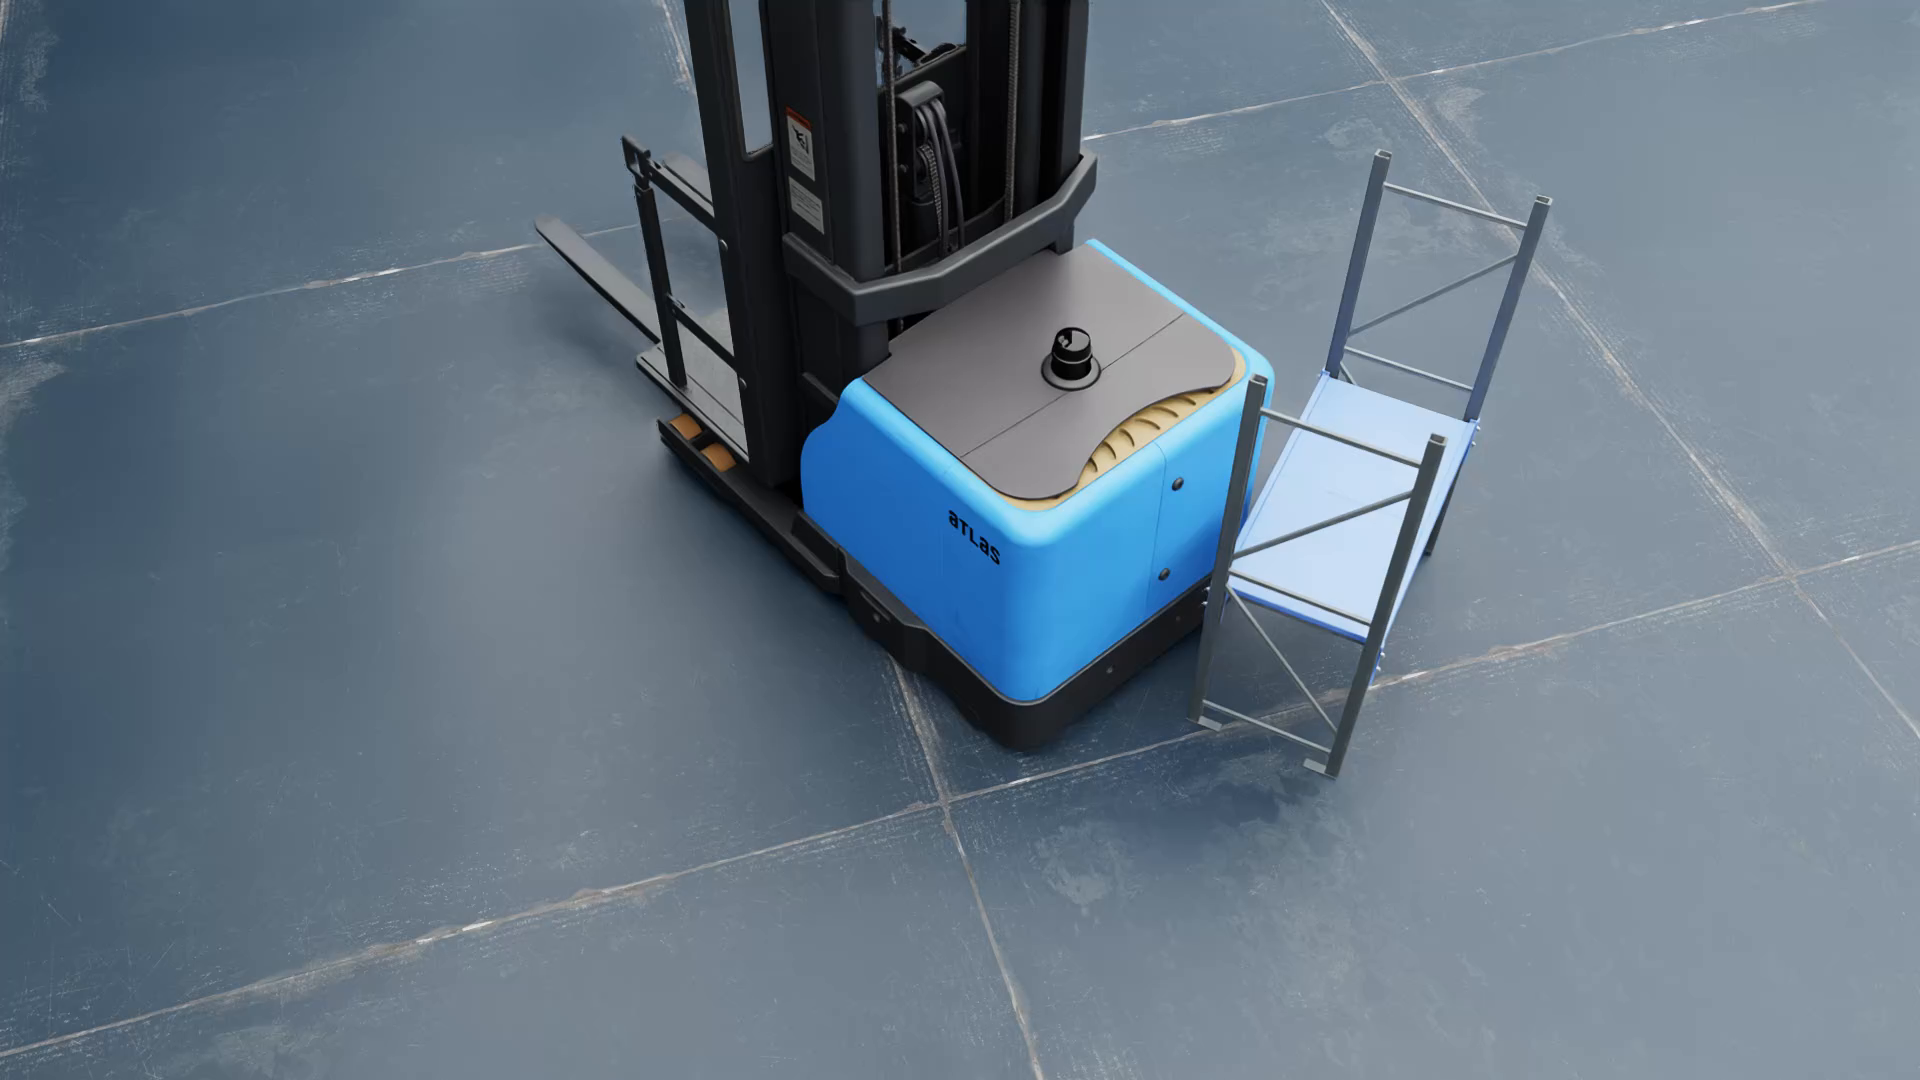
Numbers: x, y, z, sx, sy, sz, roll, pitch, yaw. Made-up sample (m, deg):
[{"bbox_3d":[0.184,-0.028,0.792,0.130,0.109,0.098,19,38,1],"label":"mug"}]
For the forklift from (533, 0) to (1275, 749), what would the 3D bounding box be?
[{"bbox_3d":[-0.423,-1.355,4.975,1.130,2.935,3.031,-34,58,-25],"label":"forklift"}]

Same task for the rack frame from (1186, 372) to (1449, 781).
[{"bbox_3d":[0.945,0.162,4.632,0.500,1.500,0.032,21,53,17],"label":"rack frame"}]

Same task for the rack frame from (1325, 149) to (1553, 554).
[{"bbox_3d":[1.404,-0.532,5.217,0.500,1.500,0.032,21,53,17],"label":"rack frame"}]

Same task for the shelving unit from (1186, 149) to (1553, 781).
[{"bbox_3d":[1.174,-0.185,4.925,0.538,1.500,1.048,21,53,17],"label":"shelving unit"}]

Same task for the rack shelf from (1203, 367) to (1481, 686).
[{"bbox_3d":[1.174,-0.069,5.062,0.538,0.185,1.000,21,53,17],"label":"rack shelf"}]
